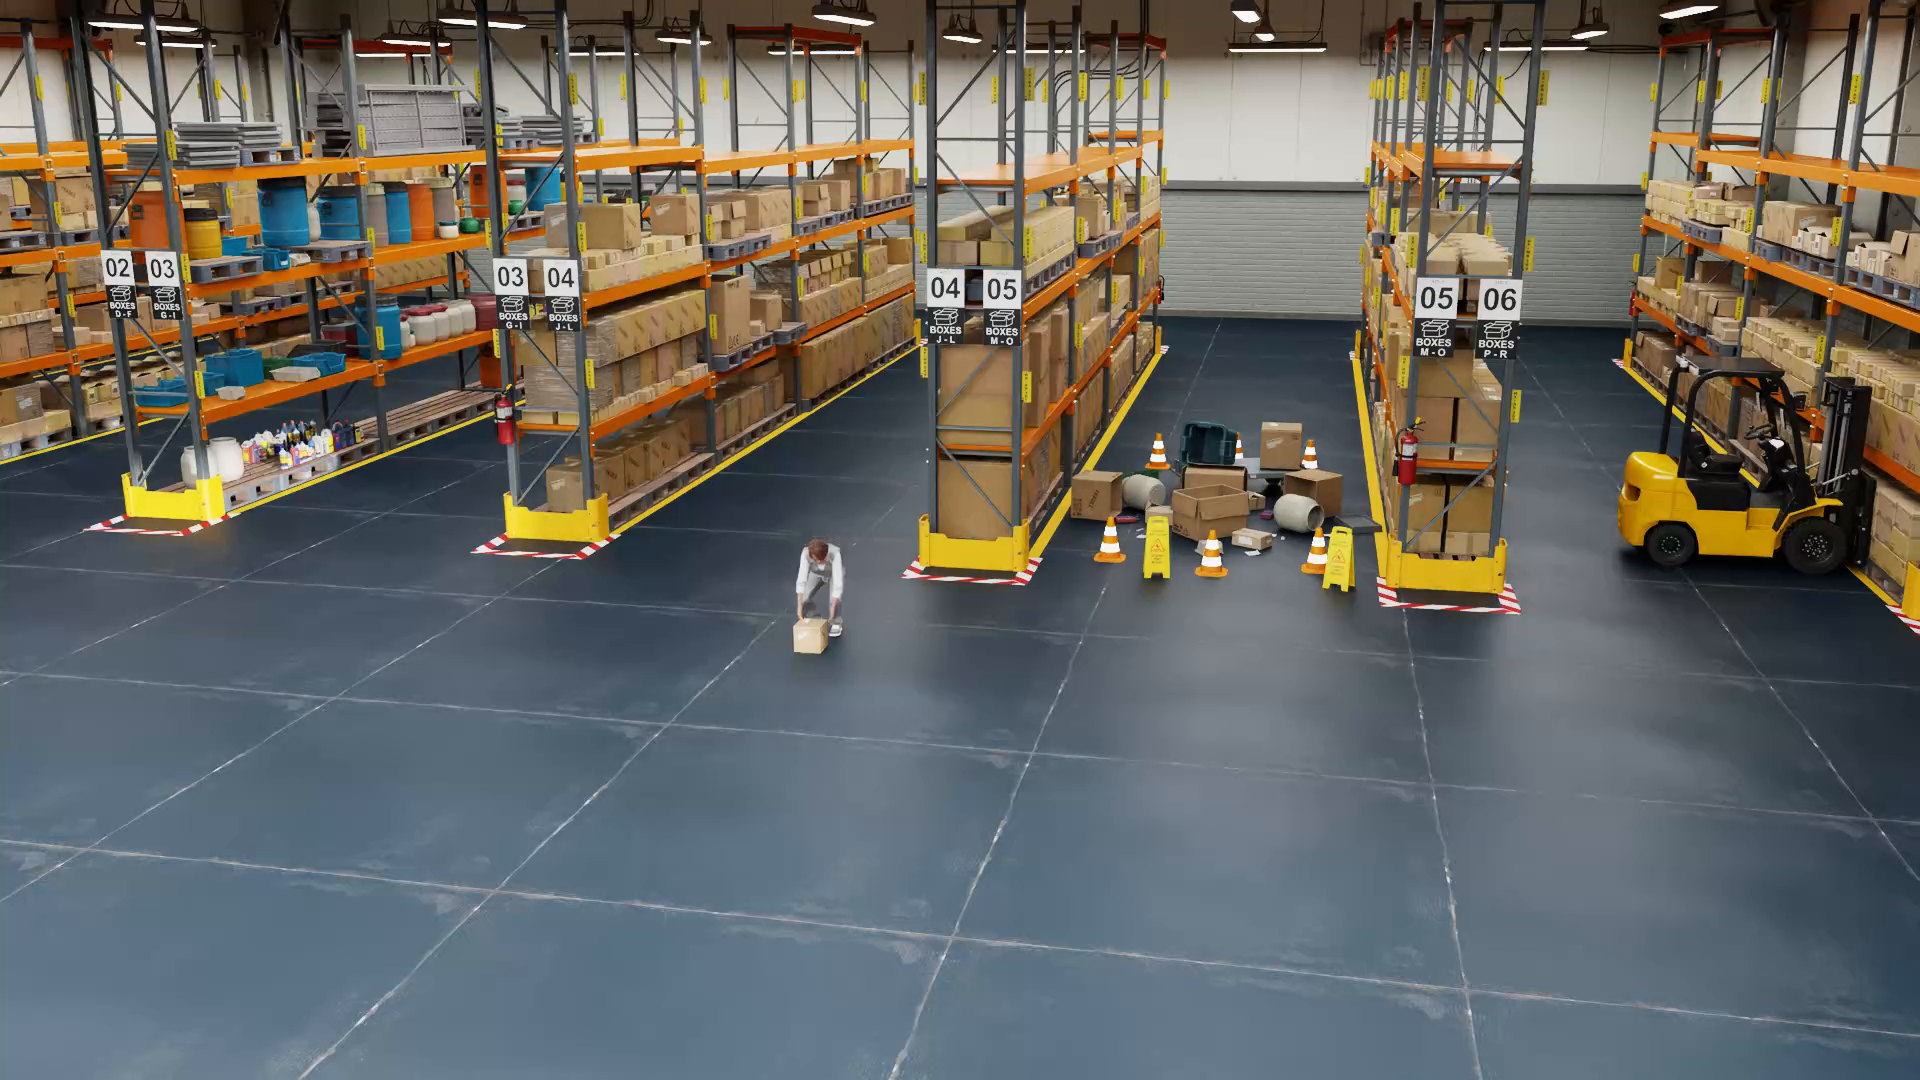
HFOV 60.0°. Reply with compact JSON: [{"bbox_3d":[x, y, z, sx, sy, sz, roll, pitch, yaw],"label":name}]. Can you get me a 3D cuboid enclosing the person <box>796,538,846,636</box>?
[{"bbox_3d":[-1.274,0.420,15.605,0.457,1.010,0.769,3,15,11],"label":"person"}]
